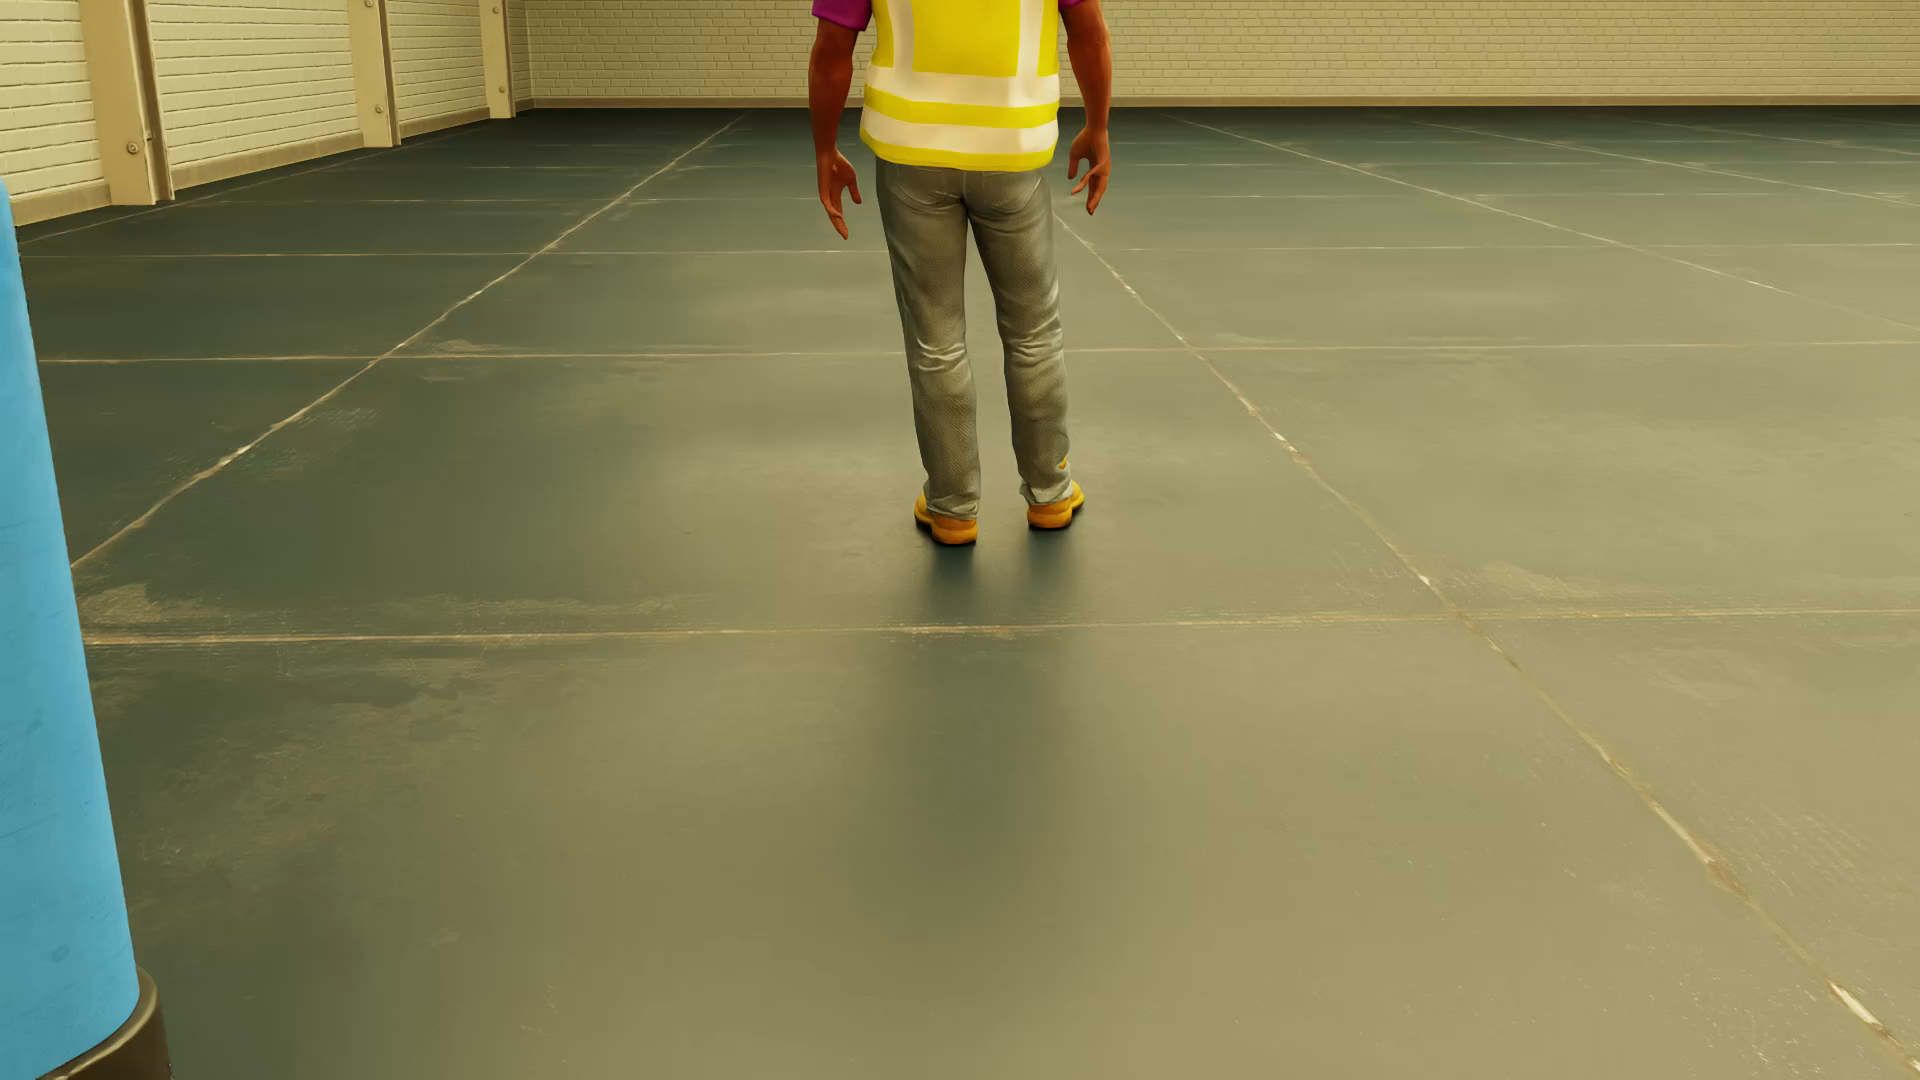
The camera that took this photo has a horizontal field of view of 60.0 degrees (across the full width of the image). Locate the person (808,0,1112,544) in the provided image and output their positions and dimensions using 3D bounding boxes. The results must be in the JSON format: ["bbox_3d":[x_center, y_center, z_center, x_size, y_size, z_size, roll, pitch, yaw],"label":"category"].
[{"bbox_3d":[0.002,-0.872,3.724,0.666,1.765,0.577,-1,17,-3],"label":"person"}]
